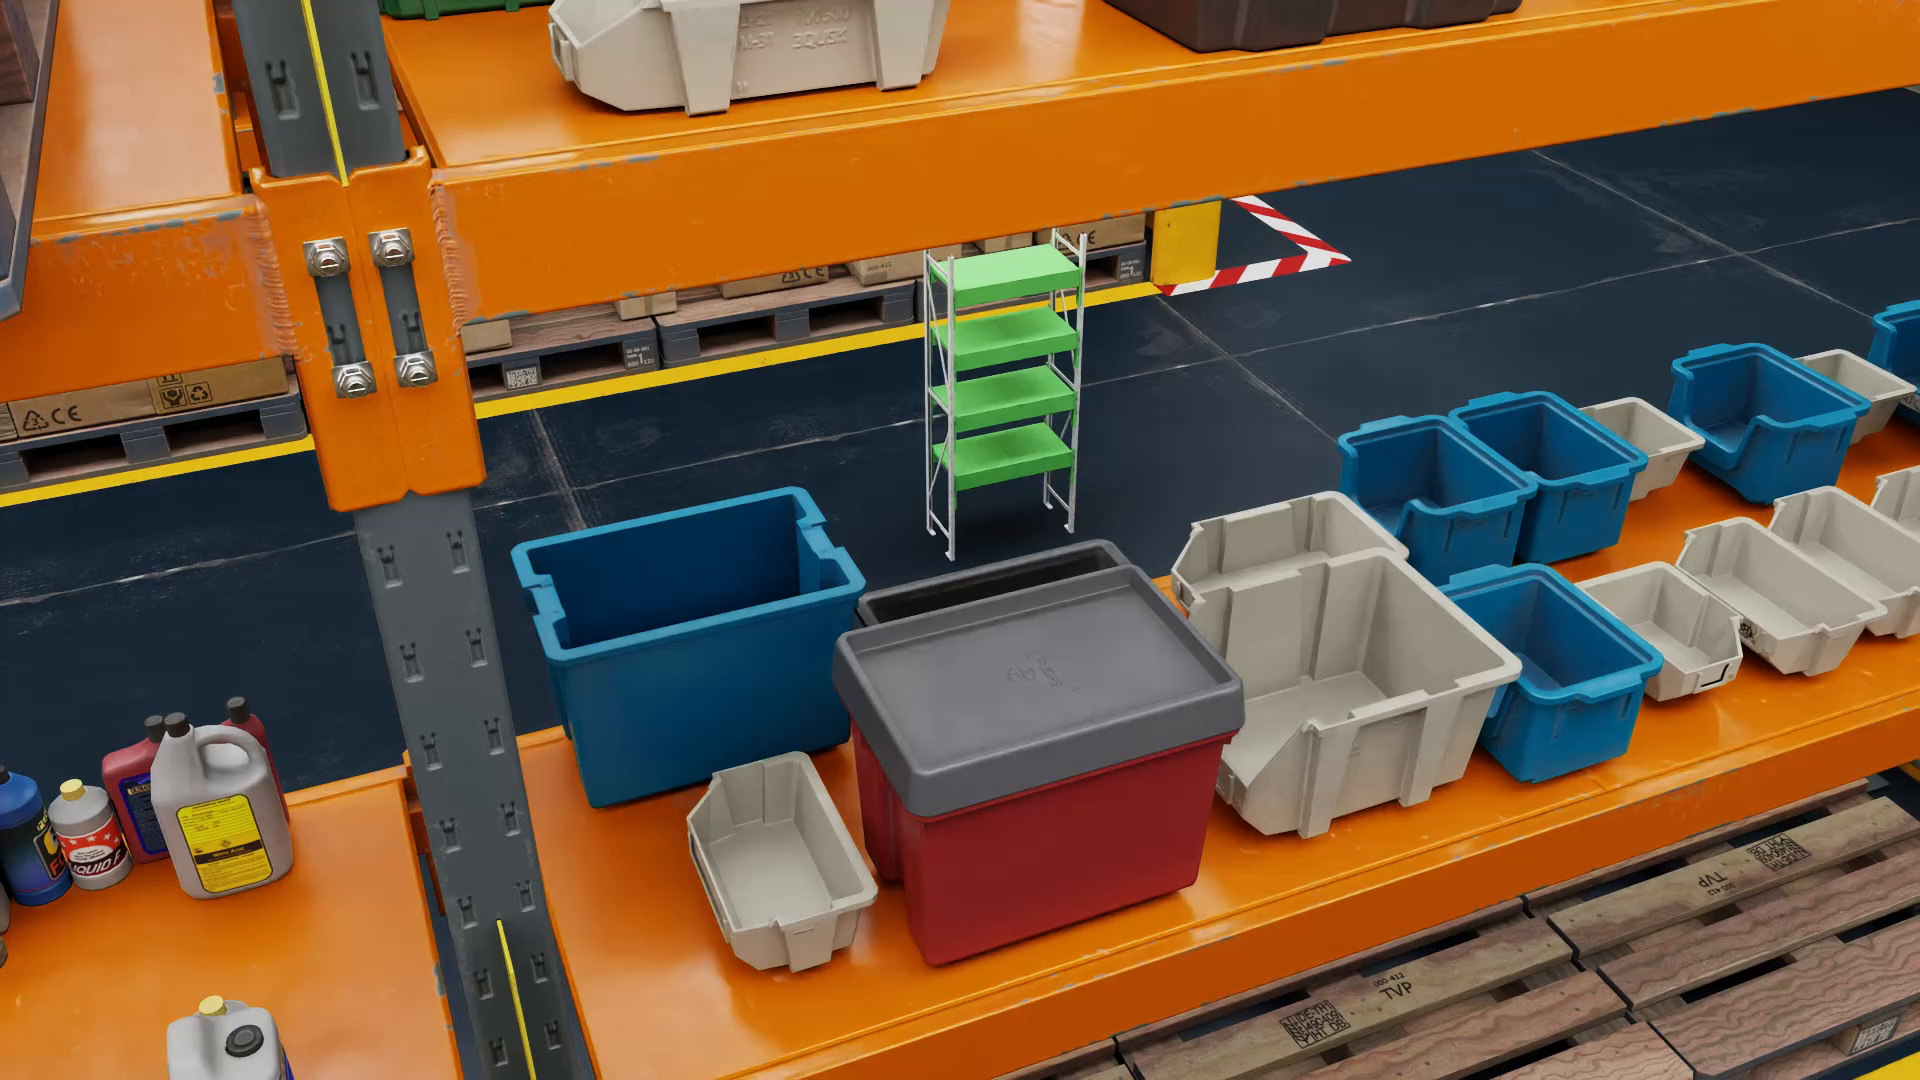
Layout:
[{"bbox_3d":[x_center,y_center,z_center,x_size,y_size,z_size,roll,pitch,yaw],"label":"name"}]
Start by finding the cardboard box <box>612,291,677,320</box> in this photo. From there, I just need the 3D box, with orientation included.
[{"bbox_3d":[-1.448,-1.158,7.474,0.250,0.166,0.380,-13,35,-19],"label":"cardboard box"}]

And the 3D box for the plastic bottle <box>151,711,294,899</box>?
[{"bbox_3d":[-1.286,0.438,2.871,0.185,0.351,0.144,-13,35,-19],"label":"plastic bottle"}]

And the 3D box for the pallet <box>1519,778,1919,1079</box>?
[{"bbox_3d":[2.114,0.977,4.556,1.213,0.211,1.003,-13,35,-19],"label":"pallet"}]

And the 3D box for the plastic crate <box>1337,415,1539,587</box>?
[{"bbox_3d":[1.044,-0.074,3.712,0.300,0.233,0.416,-13,35,-19],"label":"plastic crate"}]

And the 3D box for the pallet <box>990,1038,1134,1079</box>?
[{"bbox_3d":[-0.135,1.492,3.764,1.213,0.211,1.003,-13,35,-19],"label":"pallet"}]

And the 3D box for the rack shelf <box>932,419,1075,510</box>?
[{"bbox_3d":[0.153,-0.283,6.142,0.480,0.148,0.258,-13,35,-19],"label":"rack shelf"}]

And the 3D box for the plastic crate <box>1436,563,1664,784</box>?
[{"bbox_3d":[1.096,0.261,3.197,0.300,0.233,0.416,-13,35,-19],"label":"plastic crate"}]

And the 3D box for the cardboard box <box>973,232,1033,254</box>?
[{"bbox_3d":[0.161,-1.556,8.086,0.250,0.166,0.380,-13,35,-19],"label":"cardboard box"}]

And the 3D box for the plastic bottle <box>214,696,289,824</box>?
[{"bbox_3d":[-1.302,0.409,2.977,0.133,0.283,0.061,-13,35,-19],"label":"plastic bottle"}]

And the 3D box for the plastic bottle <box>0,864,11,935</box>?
[{"bbox_3d":[-1.710,0.533,2.794,0.135,0.276,0.152,-13,35,-19],"label":"plastic bottle"}]

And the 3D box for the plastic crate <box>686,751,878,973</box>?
[{"bbox_3d":[-0.314,0.557,2.831,0.243,0.136,0.396,-13,35,-19],"label":"plastic crate"}]

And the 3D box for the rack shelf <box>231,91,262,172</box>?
[{"bbox_3d":[-4.556,-1.270,6.111,4.000,0.370,1.077,-13,35,-19],"label":"rack shelf"}]

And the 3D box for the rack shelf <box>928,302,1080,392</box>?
[{"bbox_3d":[0.153,-0.685,5.880,0.480,0.148,0.258,-13,35,-19],"label":"rack shelf"}]

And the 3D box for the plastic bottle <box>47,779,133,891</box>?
[{"bbox_3d":[-1.524,0.506,2.905,0.097,0.201,0.097,0,33,0],"label":"plastic bottle"}]

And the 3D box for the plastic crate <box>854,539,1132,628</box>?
[{"bbox_3d":[0.130,0.216,3.364,0.590,0.125,0.437,-13,35,-19],"label":"plastic crate"}]

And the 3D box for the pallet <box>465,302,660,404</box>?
[{"bbox_3d":[-2.079,-0.970,7.547,1.213,0.211,1.003,-13,35,-19],"label":"pallet"}]

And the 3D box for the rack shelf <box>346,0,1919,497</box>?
[{"bbox_3d":[1.046,-0.880,2.762,4.000,0.370,1.077,-13,35,-19],"label":"rack shelf"}]

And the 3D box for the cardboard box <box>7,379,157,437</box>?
[{"bbox_3d":[-3.515,-0.782,6.590,0.500,0.500,0.500,-13,35,-19],"label":"cardboard box"}]

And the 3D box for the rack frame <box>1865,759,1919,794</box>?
[{"bbox_3d":[2.890,-0.347,4.033,0.127,3.000,1.000,-13,35,-19],"label":"rack frame"}]

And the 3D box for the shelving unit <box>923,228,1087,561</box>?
[{"bbox_3d":[0.153,-0.538,5.976,0.503,1.200,0.258,-13,35,-19],"label":"shelving unit"}]

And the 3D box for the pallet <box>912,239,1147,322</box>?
[{"bbox_3d":[0.171,-1.485,8.339,1.213,0.211,1.003,-13,35,-19],"label":"pallet"}]

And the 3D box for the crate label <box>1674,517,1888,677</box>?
[{"bbox_3d":[1.688,0.127,3.492,0.243,0.136,0.396,-13,35,-19],"label":"crate label"}]

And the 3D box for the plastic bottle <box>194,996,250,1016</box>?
[{"bbox_3d":[-1.102,0.768,2.502,0.097,0.201,0.097,0,33,0],"label":"plastic bottle"}]

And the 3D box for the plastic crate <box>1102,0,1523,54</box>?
[{"bbox_3d":[0.453,-0.829,2.144,0.590,0.269,0.497,-13,35,-19],"label":"plastic crate"}]

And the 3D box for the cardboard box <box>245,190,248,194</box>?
[{"bbox_3d":[-3.253,-1.151,7.157,0.500,0.500,0.500,-15,36,-21],"label":"cardboard box"}]

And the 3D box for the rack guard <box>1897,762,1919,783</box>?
[{"bbox_3d":[2.907,0.689,4.732,0.348,0.500,1.175,-13,35,-19],"label":"rack guard"}]

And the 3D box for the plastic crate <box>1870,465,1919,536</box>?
[{"bbox_3d":[2.208,0.002,3.684,0.243,0.136,0.396,-13,35,-19],"label":"plastic crate"}]

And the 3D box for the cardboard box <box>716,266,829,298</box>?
[{"bbox_3d":[-0.982,-1.531,7.739,0.637,0.503,0.797,-13,35,-19],"label":"cardboard box"}]

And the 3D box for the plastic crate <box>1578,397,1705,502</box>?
[{"bbox_3d":[1.582,-0.206,4.002,0.298,0.136,0.250,-13,35,-19],"label":"plastic crate"}]

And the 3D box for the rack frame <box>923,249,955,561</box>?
[{"bbox_3d":[-0.072,-0.486,5.897,0.015,1.200,0.240,-13,35,-19],"label":"rack frame"}]

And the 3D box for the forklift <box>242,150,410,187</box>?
[{"bbox_3d":[-3.297,-3.255,8.566,3.031,2.935,1.130,-12,35,-18],"label":"forklift"}]

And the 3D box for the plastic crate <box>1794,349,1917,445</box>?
[{"bbox_3d":[2.207,-0.349,4.222,0.298,0.136,0.250,-13,35,-19],"label":"plastic crate"}]

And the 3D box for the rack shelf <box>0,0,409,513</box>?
[{"bbox_3d":[-2.642,-0.036,1.464,4.000,0.370,1.077,-13,35,-19],"label":"rack shelf"}]

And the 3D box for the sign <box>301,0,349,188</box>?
[{"bbox_3d":[-0.587,-0.486,1.489,0.005,0.325,0.100,-13,35,-19],"label":"sign"}]

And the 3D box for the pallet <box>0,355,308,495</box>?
[{"bbox_3d":[-3.448,-0.634,7.032,1.213,0.211,1.003,-13,35,-19],"label":"pallet"}]

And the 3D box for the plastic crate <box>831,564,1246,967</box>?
[{"bbox_3d":[0.122,0.383,2.797,0.583,0.464,0.402,-13,35,-19],"label":"plastic crate"}]
